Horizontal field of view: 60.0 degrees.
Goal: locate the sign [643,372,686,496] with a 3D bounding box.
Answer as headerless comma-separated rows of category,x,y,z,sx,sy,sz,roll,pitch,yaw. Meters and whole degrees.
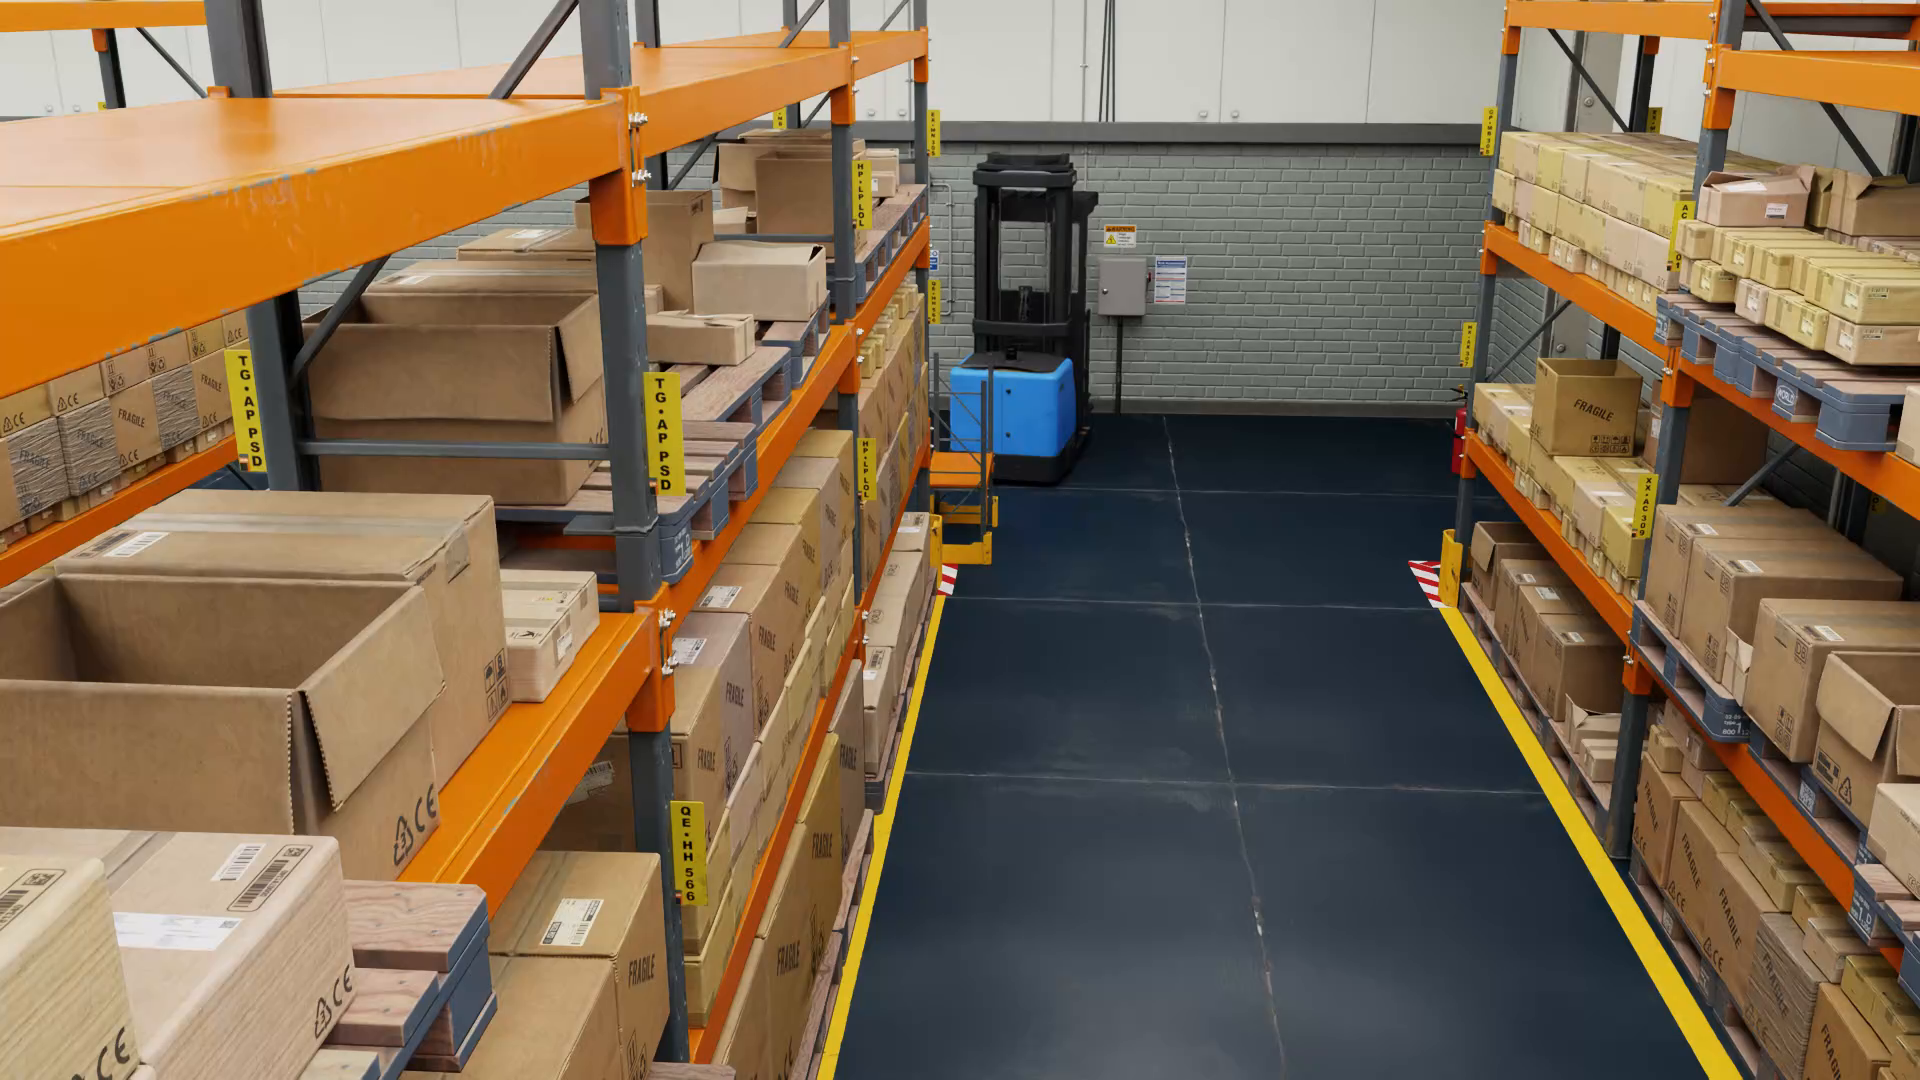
sign,-0.765,-0.272,4.287,0.100,0.325,0.005,1,18,4

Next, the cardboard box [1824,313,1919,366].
cardboard box,3.429,-0.737,6.106,0.380,0.149,0.250,2,18,5

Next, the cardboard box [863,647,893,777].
cardboard box,-0.867,0.970,9.586,0.875,0.438,0.875,1,18,3

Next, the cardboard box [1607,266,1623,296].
cardboard box,3.734,-1.406,8.981,0.380,0.149,0.250,1,18,4

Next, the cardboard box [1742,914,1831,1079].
cardboard box,3.561,1.869,6.742,0.500,0.500,0.500,1,18,2

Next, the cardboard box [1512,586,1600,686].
cardboard box,3.843,0.615,10.570,0.500,0.500,0.500,2,18,5

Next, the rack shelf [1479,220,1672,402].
rack shelf,4.076,-1.451,9.871,1.077,0.370,4.000,1,18,4

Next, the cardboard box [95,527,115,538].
cardboard box,-6.099,0.014,12.010,0.380,0.149,0.250,1,18,4

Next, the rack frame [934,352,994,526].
rack frame,0.030,-0.844,14.091,0.500,1.500,0.032,1,18,4

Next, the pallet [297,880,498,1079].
pallet,-1.371,0.781,2.205,1.213,0.211,1.003,1,18,4

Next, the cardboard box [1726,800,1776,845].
cardboard box,3.685,1.293,7.459,0.380,0.149,0.250,1,18,3

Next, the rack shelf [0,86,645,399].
rack shelf,-1.449,-0.311,2.218,1.077,0.370,4.000,1,18,4

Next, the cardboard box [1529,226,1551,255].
cardboard box,3.804,-1.883,10.437,0.380,0.149,0.250,1,18,4

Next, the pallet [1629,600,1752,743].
pallet,3.766,0.591,7.610,1.003,0.211,1.213,1,18,4

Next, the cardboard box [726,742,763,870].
cardboard box,-0.985,0.908,5.772,0.500,0.250,0.500,2,18,5

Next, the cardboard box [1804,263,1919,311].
cardboard box,3.449,-0.956,6.296,0.380,0.149,0.250,1,18,4

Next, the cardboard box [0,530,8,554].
cardboard box,-5.672,0.022,9.441,0.380,0.149,0.250,2,18,6

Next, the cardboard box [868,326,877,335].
cardboard box,-0.696,-1.176,9.888,0.380,0.149,0.250,1,18,4

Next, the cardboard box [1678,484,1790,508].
cardboard box,4.266,-0.120,9.234,0.500,0.250,0.500,1,18,3

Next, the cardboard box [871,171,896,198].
cardboard box,-0.625,-2.377,11.112,0.380,0.149,0.250,0,18,0

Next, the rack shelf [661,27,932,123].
rack shelf,-0.876,-2.796,9.801,1.077,0.370,4.000,1,18,4

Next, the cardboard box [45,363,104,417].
cardboard box,-5.599,-1.050,10.068,0.500,0.500,0.500,2,18,5

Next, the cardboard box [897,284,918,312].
cardboard box,-0.487,-1.651,11.337,0.380,0.149,0.250,1,18,3

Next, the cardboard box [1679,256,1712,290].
cardboard box,3.514,-1.215,7.565,0.380,0.149,0.250,2,18,5

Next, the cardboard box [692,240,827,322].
cardboard box,-0.873,-1.160,7.297,0.500,0.311,0.500,1,18,4

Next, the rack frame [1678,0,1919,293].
rack frame,3.932,-2.597,7.396,1.000,3.000,0.127,1,18,4

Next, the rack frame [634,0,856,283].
rack frame,-1.019,-2.706,7.731,1.000,3.000,0.127,1,18,4

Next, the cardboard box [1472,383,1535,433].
cardboard box,3.918,-0.923,11.687,0.500,0.250,0.500,1,18,4

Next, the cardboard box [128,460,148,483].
cardboard box,-5.601,-0.469,10.941,0.380,0.149,0.250,2,18,5

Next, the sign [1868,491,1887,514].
sign,4.486,-0.285,8.115,0.100,0.325,0.005,1,18,4

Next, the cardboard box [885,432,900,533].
cardboard box,-0.642,-0.353,10.024,0.500,0.500,0.500,1,18,4

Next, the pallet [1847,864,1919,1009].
pallet,3.624,1.376,5.216,1.213,0.211,1.003,1,18,4

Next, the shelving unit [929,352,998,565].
shelving unit,-0.005,-0.689,13.617,0.587,1.500,1.083,1,18,4

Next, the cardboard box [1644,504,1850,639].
cardboard box,3.674,0.152,7.806,0.700,0.500,0.500,2,18,5

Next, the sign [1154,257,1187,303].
sign,2.241,-2.766,17.698,0.329,0.494,0.001,1,18,4

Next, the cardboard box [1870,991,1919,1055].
cardboard box,3.544,1.770,6.002,0.380,0.149,0.250,2,18,6

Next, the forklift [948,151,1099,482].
forklift,0.734,-2.346,16.375,1.130,2.935,3.031,4,19,13

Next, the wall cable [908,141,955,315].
wall cable,-0.351,-3.347,17.639,0.585,1.953,0.123,1,18,4

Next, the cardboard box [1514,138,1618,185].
cardboard box,3.881,-2.432,10.669,0.500,0.250,0.500,1,18,4

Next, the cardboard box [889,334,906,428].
cardboard box,-0.614,-0.993,10.369,0.500,0.500,0.500,1,18,4

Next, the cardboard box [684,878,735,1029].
cardboard box,-1.020,1.312,5.343,0.500,0.250,0.500,1,18,3

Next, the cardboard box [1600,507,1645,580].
cardboard box,3.725,0.020,8.806,0.500,0.250,0.500,2,18,5

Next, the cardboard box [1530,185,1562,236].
cardboard box,3.850,-2.035,10.262,0.500,0.250,0.500,1,18,2

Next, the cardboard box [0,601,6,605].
cardboard box,-6.184,0.499,10.532,0.380,0.149,0.250,0,18,1

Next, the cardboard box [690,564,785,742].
cardboard box,-0.948,0.402,6.113,0.500,0.500,0.500,2,18,5

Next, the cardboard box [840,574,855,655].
cardboard box,-0.800,0.361,8.246,0.500,0.250,0.500,1,18,3

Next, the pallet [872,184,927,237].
pallet,-0.775,-2.250,11.299,1.003,0.211,1.213,1,18,4

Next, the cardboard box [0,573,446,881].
cardboard box,-1.387,0.387,2.943,0.797,0.503,0.637,1,18,4

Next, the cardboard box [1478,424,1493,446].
cardboard box,3.922,-0.773,11.868,0.380,0.149,0.250,1,18,3

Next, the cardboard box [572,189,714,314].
cardboard box,-1.371,-1.261,7.301,0.500,0.500,0.500,1,18,3

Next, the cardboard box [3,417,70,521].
cardboard box,-5.648,-0.426,9.766,0.500,0.500,0.500,1,18,4

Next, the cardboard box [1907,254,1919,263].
cardboard box,3.949,-1.025,6.506,0.380,0.149,0.250,1,18,2

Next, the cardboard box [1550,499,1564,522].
cardboard box,3.832,-0.210,10.150,0.380,0.149,0.250,1,18,4

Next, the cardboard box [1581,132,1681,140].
cardboard box,4.466,-2.577,11.113,0.500,0.250,0.500,1,18,2
